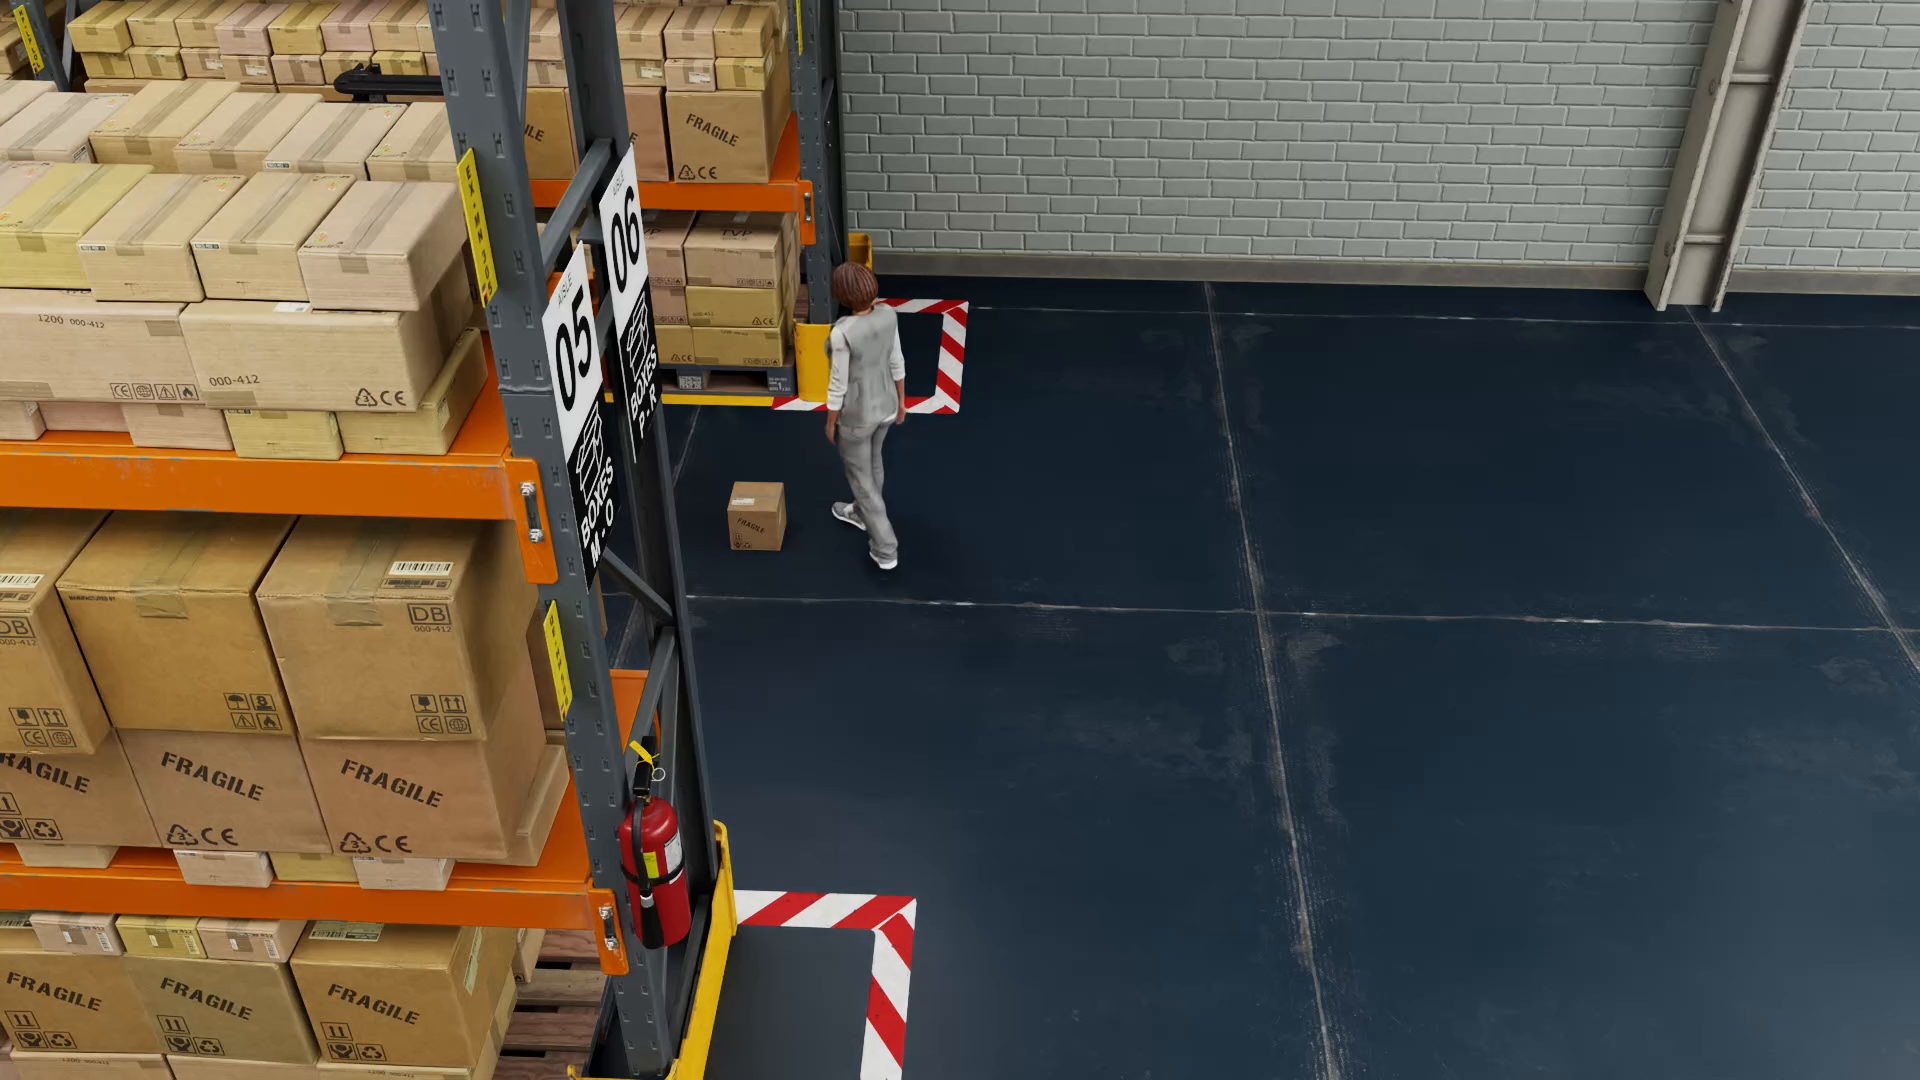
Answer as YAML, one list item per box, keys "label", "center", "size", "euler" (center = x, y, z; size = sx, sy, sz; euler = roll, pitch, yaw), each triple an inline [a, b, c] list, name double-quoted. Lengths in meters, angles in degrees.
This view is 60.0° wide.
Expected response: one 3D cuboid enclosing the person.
- label: "person"
  center: [-0.482, -0.620, 7.963]
  size: [0.426, 1.590, 0.627]
  euler: [-29, 45, -34]
